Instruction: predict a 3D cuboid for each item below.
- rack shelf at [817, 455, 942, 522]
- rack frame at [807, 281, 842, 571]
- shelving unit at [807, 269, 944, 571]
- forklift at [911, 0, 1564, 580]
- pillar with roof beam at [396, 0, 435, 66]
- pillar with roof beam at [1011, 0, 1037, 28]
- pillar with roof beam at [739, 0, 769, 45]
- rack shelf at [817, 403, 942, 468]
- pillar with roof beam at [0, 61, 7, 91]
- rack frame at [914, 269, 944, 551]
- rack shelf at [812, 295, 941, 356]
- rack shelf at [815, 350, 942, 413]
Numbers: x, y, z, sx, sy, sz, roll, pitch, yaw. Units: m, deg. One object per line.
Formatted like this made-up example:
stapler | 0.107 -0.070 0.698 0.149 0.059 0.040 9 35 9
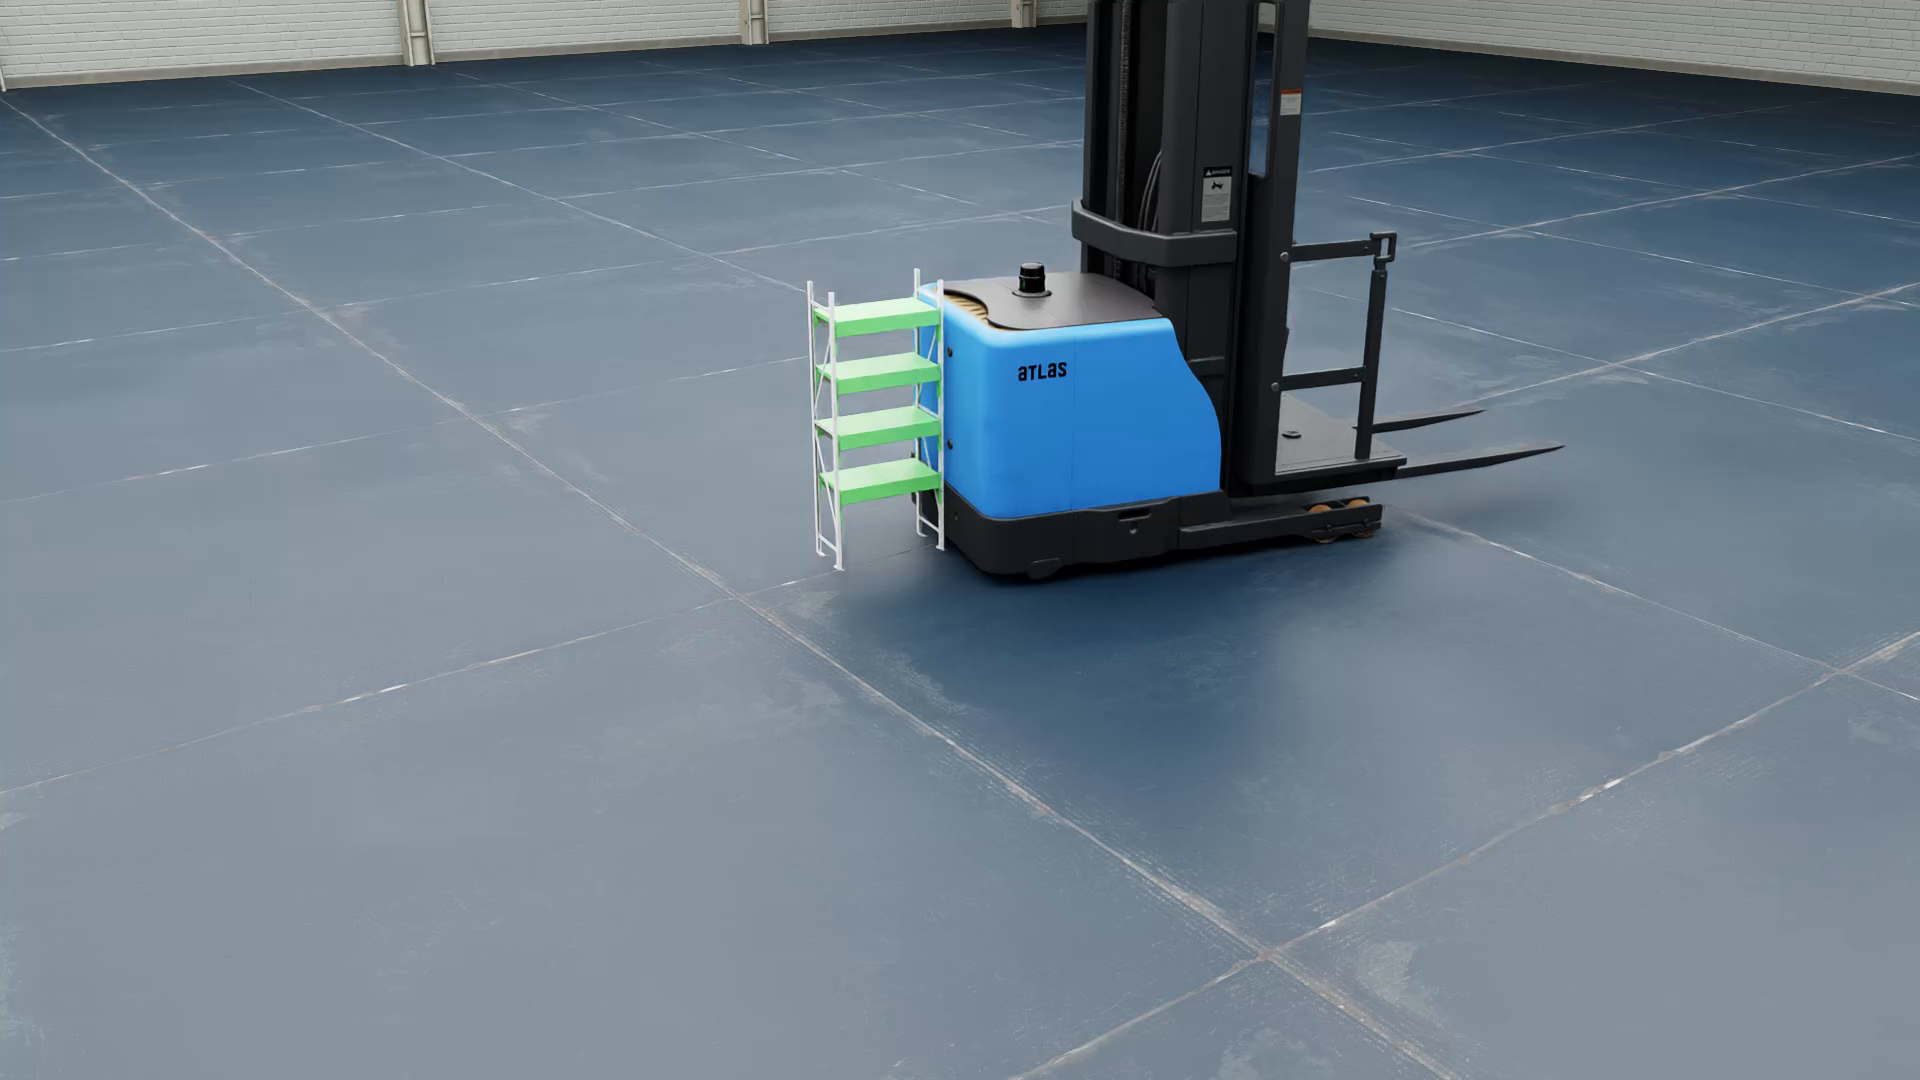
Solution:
rack shelf | -0.348 -0.224 7.160 0.480 0.148 0.258 -11 24 -25
rack frame | -0.564 -0.465 6.942 0.015 1.200 0.240 -11 24 -25
shelving unit | -0.348 -0.507 7.047 0.503 1.200 0.258 -11 24 -25
forklift | 1.348 -1.521 7.253 3.031 2.935 1.130 -8 23 -19
pillar with roof beam | -5.980 -10.361 21.220 0.400 9.000 9.100 -15 26 -33
pillar with roof beam | 3.761 -12.959 27.730 0.400 9.000 9.100 -15 26 -33
pillar with roof beam | -1.109 -11.660 24.475 0.400 9.000 9.100 -15 26 -33
rack shelf | -0.348 -0.447 7.071 0.480 0.148 0.258 -11 24 -25
pillar with roof beam | -10.850 -9.063 17.966 0.400 9.000 9.100 -15 26 -33
rack frame | -0.131 -0.548 7.152 0.015 1.200 0.240 -11 24 -25
rack shelf | -0.348 -0.893 6.893 0.480 0.148 0.258 -11 24 -25
rack shelf | -0.348 -0.670 6.982 0.480 0.148 0.258 -11 24 -25
